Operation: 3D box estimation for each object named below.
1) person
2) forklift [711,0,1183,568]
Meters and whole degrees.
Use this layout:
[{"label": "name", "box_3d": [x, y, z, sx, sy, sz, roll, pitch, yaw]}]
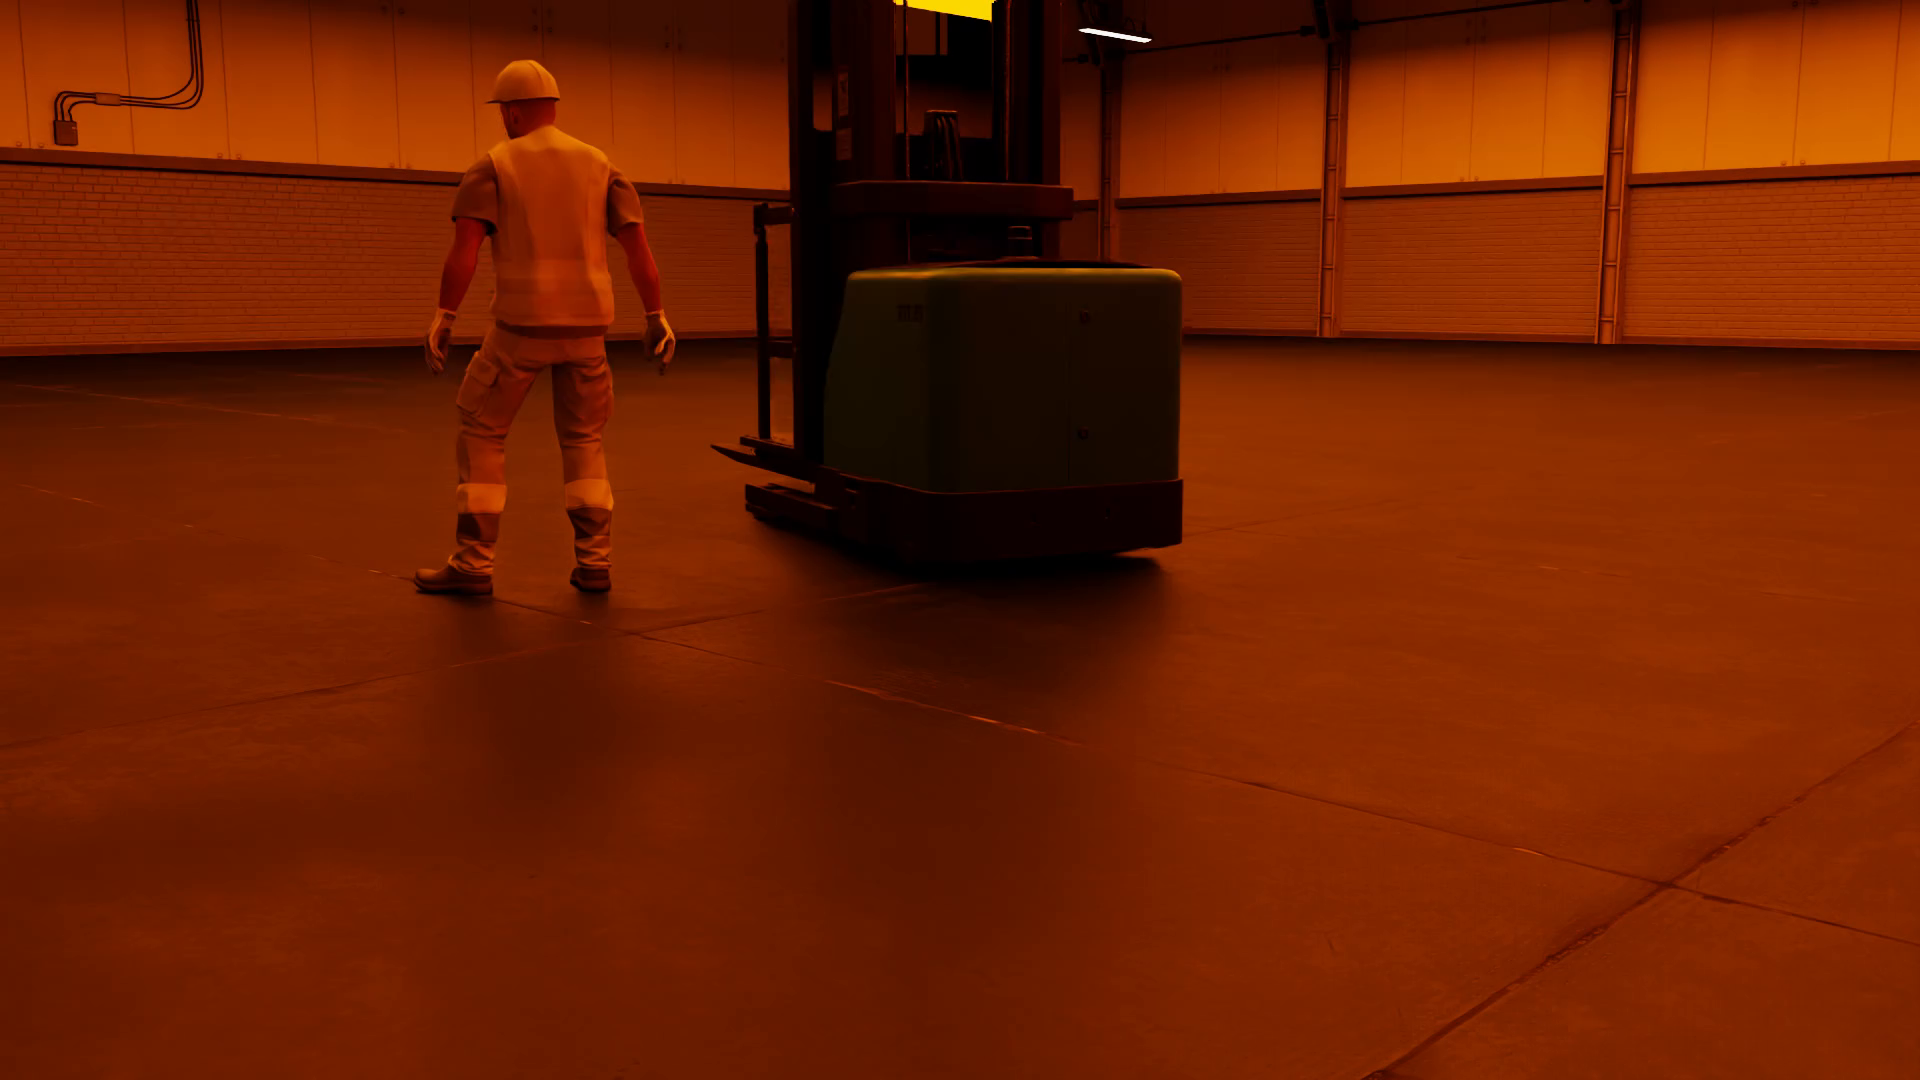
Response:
[{"label": "person", "box_3d": [-1.407, -0.712, 5.576, 0.852, 1.750, 0.433, -5, 10, -31]}, {"label": "forklift", "box_3d": [-0.286, -1.531, 7.038, 1.130, 2.935, 3.031, -4, 10, -26]}]
